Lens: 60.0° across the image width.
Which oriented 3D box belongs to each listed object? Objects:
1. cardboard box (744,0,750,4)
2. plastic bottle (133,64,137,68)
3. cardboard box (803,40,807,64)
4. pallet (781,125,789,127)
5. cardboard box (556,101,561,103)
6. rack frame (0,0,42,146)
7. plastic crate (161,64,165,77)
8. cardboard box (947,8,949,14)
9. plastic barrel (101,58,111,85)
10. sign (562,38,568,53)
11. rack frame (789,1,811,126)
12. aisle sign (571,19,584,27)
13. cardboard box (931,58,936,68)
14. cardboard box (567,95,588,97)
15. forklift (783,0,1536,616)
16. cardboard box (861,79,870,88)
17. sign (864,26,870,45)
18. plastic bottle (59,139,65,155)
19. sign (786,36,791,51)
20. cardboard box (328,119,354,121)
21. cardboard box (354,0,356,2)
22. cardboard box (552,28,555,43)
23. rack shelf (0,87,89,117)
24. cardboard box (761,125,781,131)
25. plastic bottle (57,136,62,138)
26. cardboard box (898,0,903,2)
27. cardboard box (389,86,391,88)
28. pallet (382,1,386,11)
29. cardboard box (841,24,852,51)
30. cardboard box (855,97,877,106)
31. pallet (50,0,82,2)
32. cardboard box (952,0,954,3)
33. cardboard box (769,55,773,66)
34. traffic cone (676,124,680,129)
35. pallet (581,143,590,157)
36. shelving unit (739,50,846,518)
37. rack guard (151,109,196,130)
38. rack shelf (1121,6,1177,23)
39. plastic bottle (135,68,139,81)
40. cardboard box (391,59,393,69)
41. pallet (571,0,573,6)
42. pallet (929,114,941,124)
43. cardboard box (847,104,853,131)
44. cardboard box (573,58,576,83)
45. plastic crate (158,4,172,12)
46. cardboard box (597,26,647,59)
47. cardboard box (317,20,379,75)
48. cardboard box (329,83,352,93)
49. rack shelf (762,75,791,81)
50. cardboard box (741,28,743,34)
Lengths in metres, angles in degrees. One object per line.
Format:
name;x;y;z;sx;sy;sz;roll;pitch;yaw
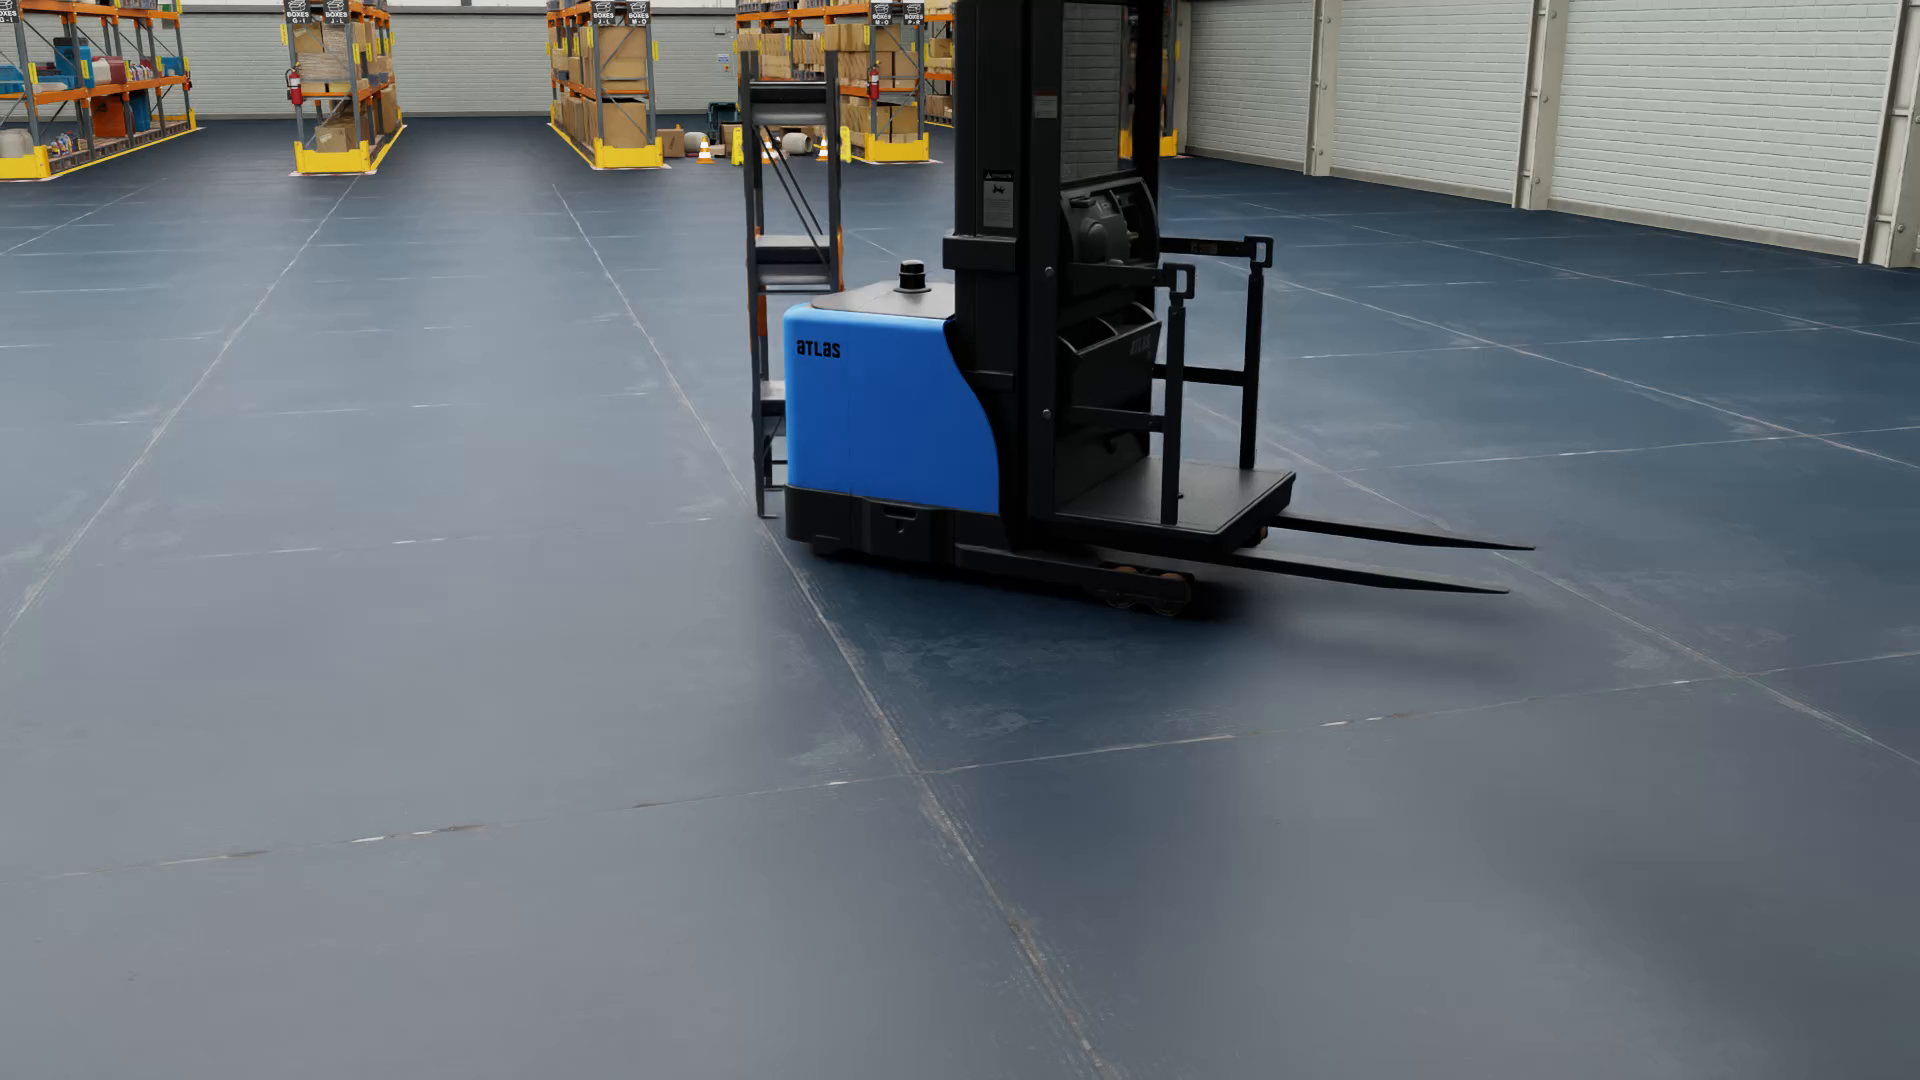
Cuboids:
cardboard box;-5.474;-14.180;43.765;0.380;0.149;0.250;-4;17;-13
plastic bottle;-18.314;-10.389;36.911;0.144;0.351;0.185;-5;17;-15
cardboard box;-3.149;-10.680;36.372;0.500;0.500;0.500;-4;17;-14
pallet;-3.829;-9.947;40.199;1.003;0.211;1.213;-5;17;-15
cardboard box;-10.085;-11.101;42.387;0.380;0.149;0.250;-4;17;-14
rack frame;-15.445;-7.333;26.652;1.000;3.000;0.127;-5;17;-15
plastic crate;-18.985;-11.062;39.165;0.437;0.282;0.530;-5;17;-15
cardboard box;-0.128;-13.682;43.008;0.380;0.149;0.250;-5;17;-15
plastic barrel;-17.156;-9.332;33.111;0.421;0.512;0.421;0;17;0
sign;-8.604;-10.773;36.228;0.100;0.325;0.005;-5;17;-15
rack frame;-3.353;-10.721;37.931;1.000;3.000;0.127;-5;17;-15
aisle sign;-10.015;-13.804;43.674;0.394;0.787;0.004;-5;17;-15
cardboard box;-0.472;-12.832;44.702;0.500;0.250;0.500;-5;17;-17
cardboard box;-8.525;-9.834;37.287;0.500;0.250;0.500;-5;17;-17
forklift;0.791;-1.282;6.624;3.031;2.935;1.130;8;19;26
cardboard box;-1.639;-8.536;31.092;0.380;0.149;0.250;-5;17;-16
sign;-1.694;-9.176;30.224;0.100;0.325;0.005;-5;17;-15
plastic bottle;-15.765;-6.886;29.140;0.097;0.271;0.097;0;17;0
sign;-3.886;-11.231;37.615;0.100;0.325;0.005;-5;17;-15
cardboard box;-11.711;-7.722;31.559;0.500;0.500;0.500;-5;18;-17
cardboard box;-10.995;-9.667;29.466;0.500;0.250;0.500;-4;17;-14
cardboard box;-9.720;-12.329;40.853;0.500;0.500;0.500;-5;18;-17
rack shelf;-15.995;-7.542;28.597;1.077;0.370;4.000;-5;17;-15
cardboard box;-3.957;-8.631;34.002;0.500;0.500;0.500;-5;17;-15
plastic bottle;-16.173;-7.119;29.908;0.152;0.276;0.135;-5;17;-15
cardboard box;-0.933;-9.942;30.559;0.380;0.149;0.250;-5;17;-15
cardboard box;-14.085;-10.417;39.880;0.875;0.875;0.875;-5;17;-15
pallet;-14.527;-13.002;40.464;1.003;0.211;1.213;-5;17;-15
cardboard box;-1.876;-9.575;31.686;0.700;0.500;0.500;-5;17;-16
cardboard box;-1.791;-8.360;31.687;0.380;0.149;0.250;-4;17;-14
pallet;-16.252;-9.594;29.292;1.213;0.211;1.003;-5;17;-15
cardboard box;0.019;-13.673;42.074;0.380;0.149;0.250;-4;17;-14
cardboard box;-4.319;-11.568;40.140;0.500;0.250;0.500;-4;17;-15
traffic cone;-5.902;-8.471;34.849;0.336;0.463;0.334;-5;17;-15
pallet;-6.852;-7.644;32.532;1.003;0.211;1.213;-5;17;-15
shelving unit;-0.757;-1.182;7.737;0.431;2.100;0.503;-1;17;-2
rack guard;-19.861;-10.568;41.764;1.175;0.500;0.348;-5;17;-15
rack shelf;3.068;-10.547;33.387;1.077;0.370;4.000;-5;17;-15
plastic bottle;-17.877;-10.111;36.102;0.061;0.283;0.133;-5;17;-15
cardboard box;-14.553;-11.968;41.824;0.500;0.250;0.500;-5;17;-16
pallet;-7.546;-11.165;34.522;1.003;0.211;1.213;-4;17;-13
pallet;-0.207;-11.414;45.083;1.003;0.211;1.213;-5;17;-15
cardboard box;-1.904;-8.237;32.406;0.500;0.500;0.500;-5;17;-17
cardboard box;-7.664;-9.646;34.178;0.500;0.500;0.500;-5;17;-15
plastic crate;-19.297;-12.844;40.151;0.450;0.188;0.336;-5;17;-15
cardboard box;-5.951;-8.784;29.343;0.875;0.550;0.550;-5;17;-15
cardboard box;-11.866;-9.551;32.261;1.000;1.000;1.000;-5;17;-15
cardboard box;-10.532;-7.702;28.317;0.380;0.149;0.250;-5;17;-15
rack shelf;-3.903;-10.930;39.876;1.077;0.370;4.000;-5;17;-15
cardboard box;-5.618;-13.504;44.154;0.380;0.149;0.250;-4;17;-14
